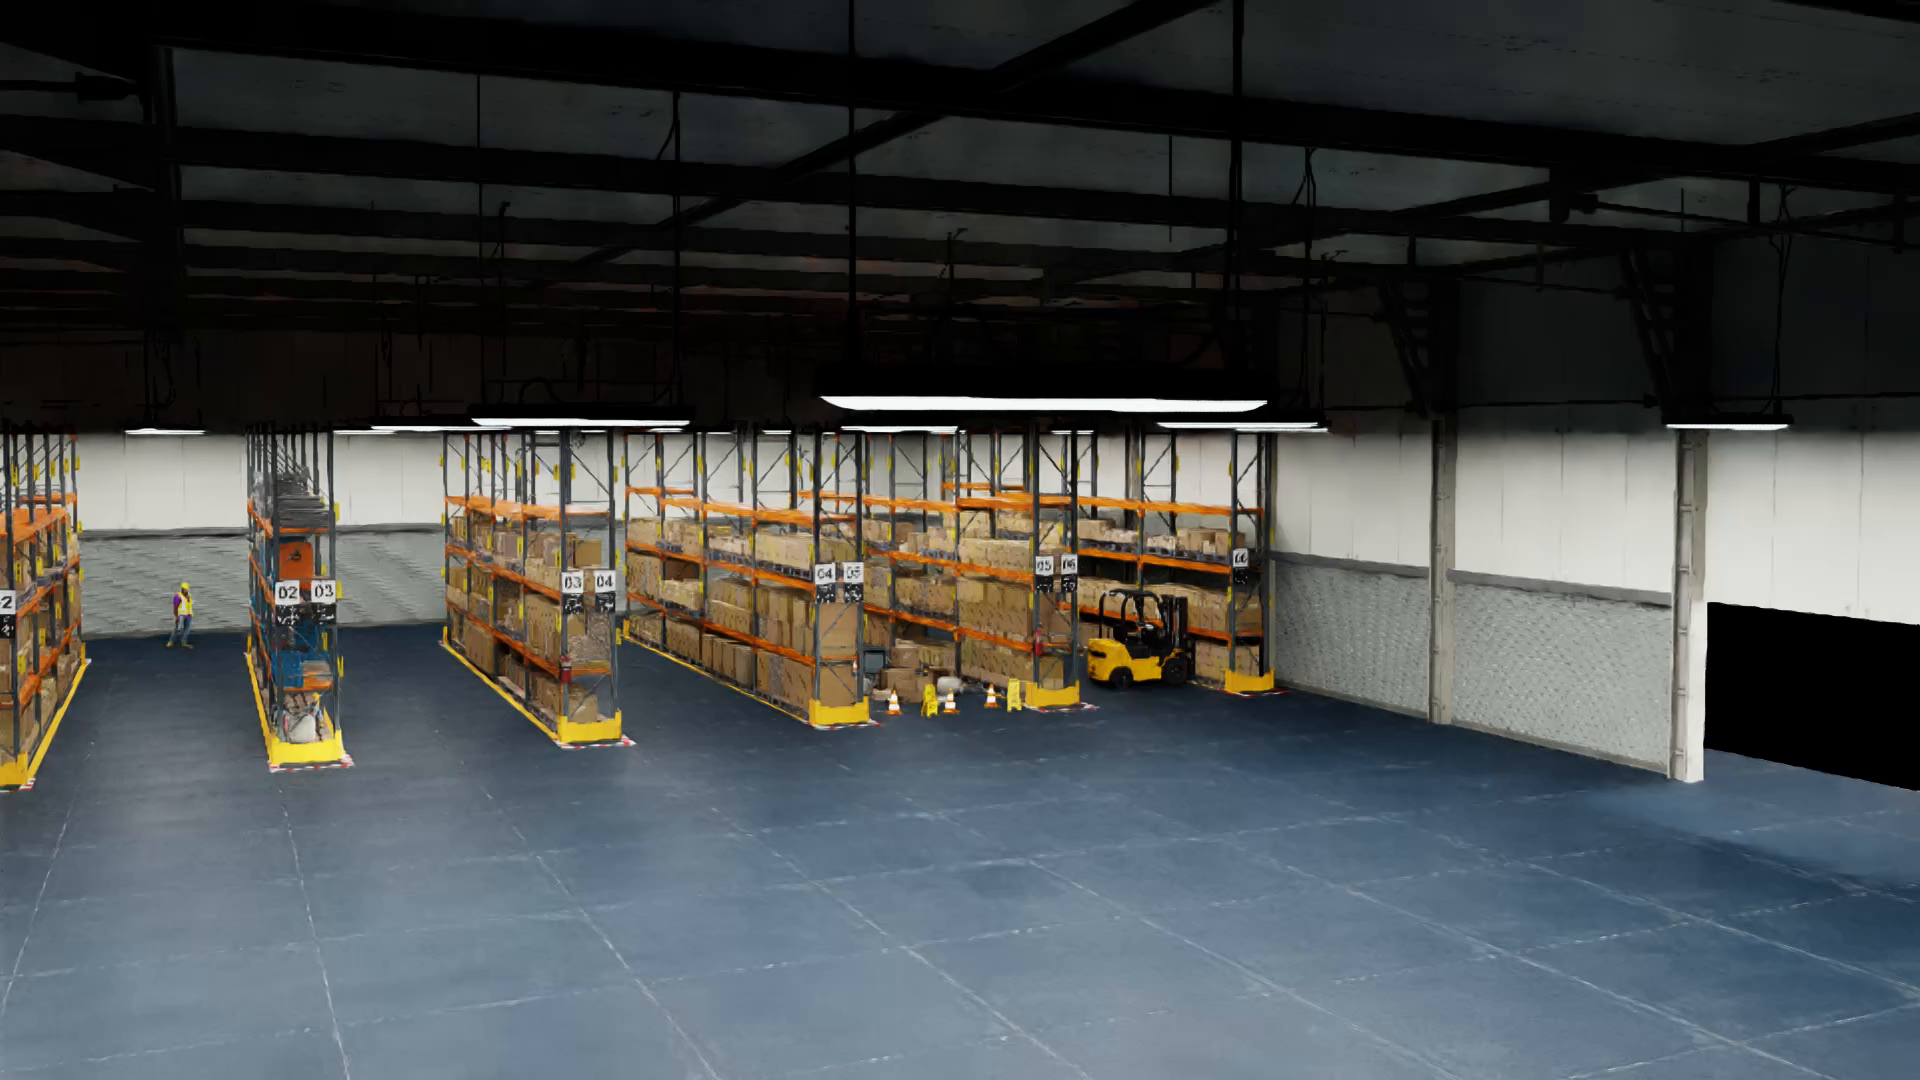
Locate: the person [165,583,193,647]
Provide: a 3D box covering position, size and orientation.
[{"bbox_3d":[-21.107,2.033,44.984,0.508,1.758,0.740,2,4,23],"label":"person"}]

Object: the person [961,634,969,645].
[{"bbox_3d":[0.160,2.035,44.844,0.576,1.768,0.445,3,4,36],"label":"person"}]

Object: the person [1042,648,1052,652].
[{"bbox_3d":[2.015,2.351,39.303,0.629,1.794,0.466,3,5,38],"label":"person"}]
